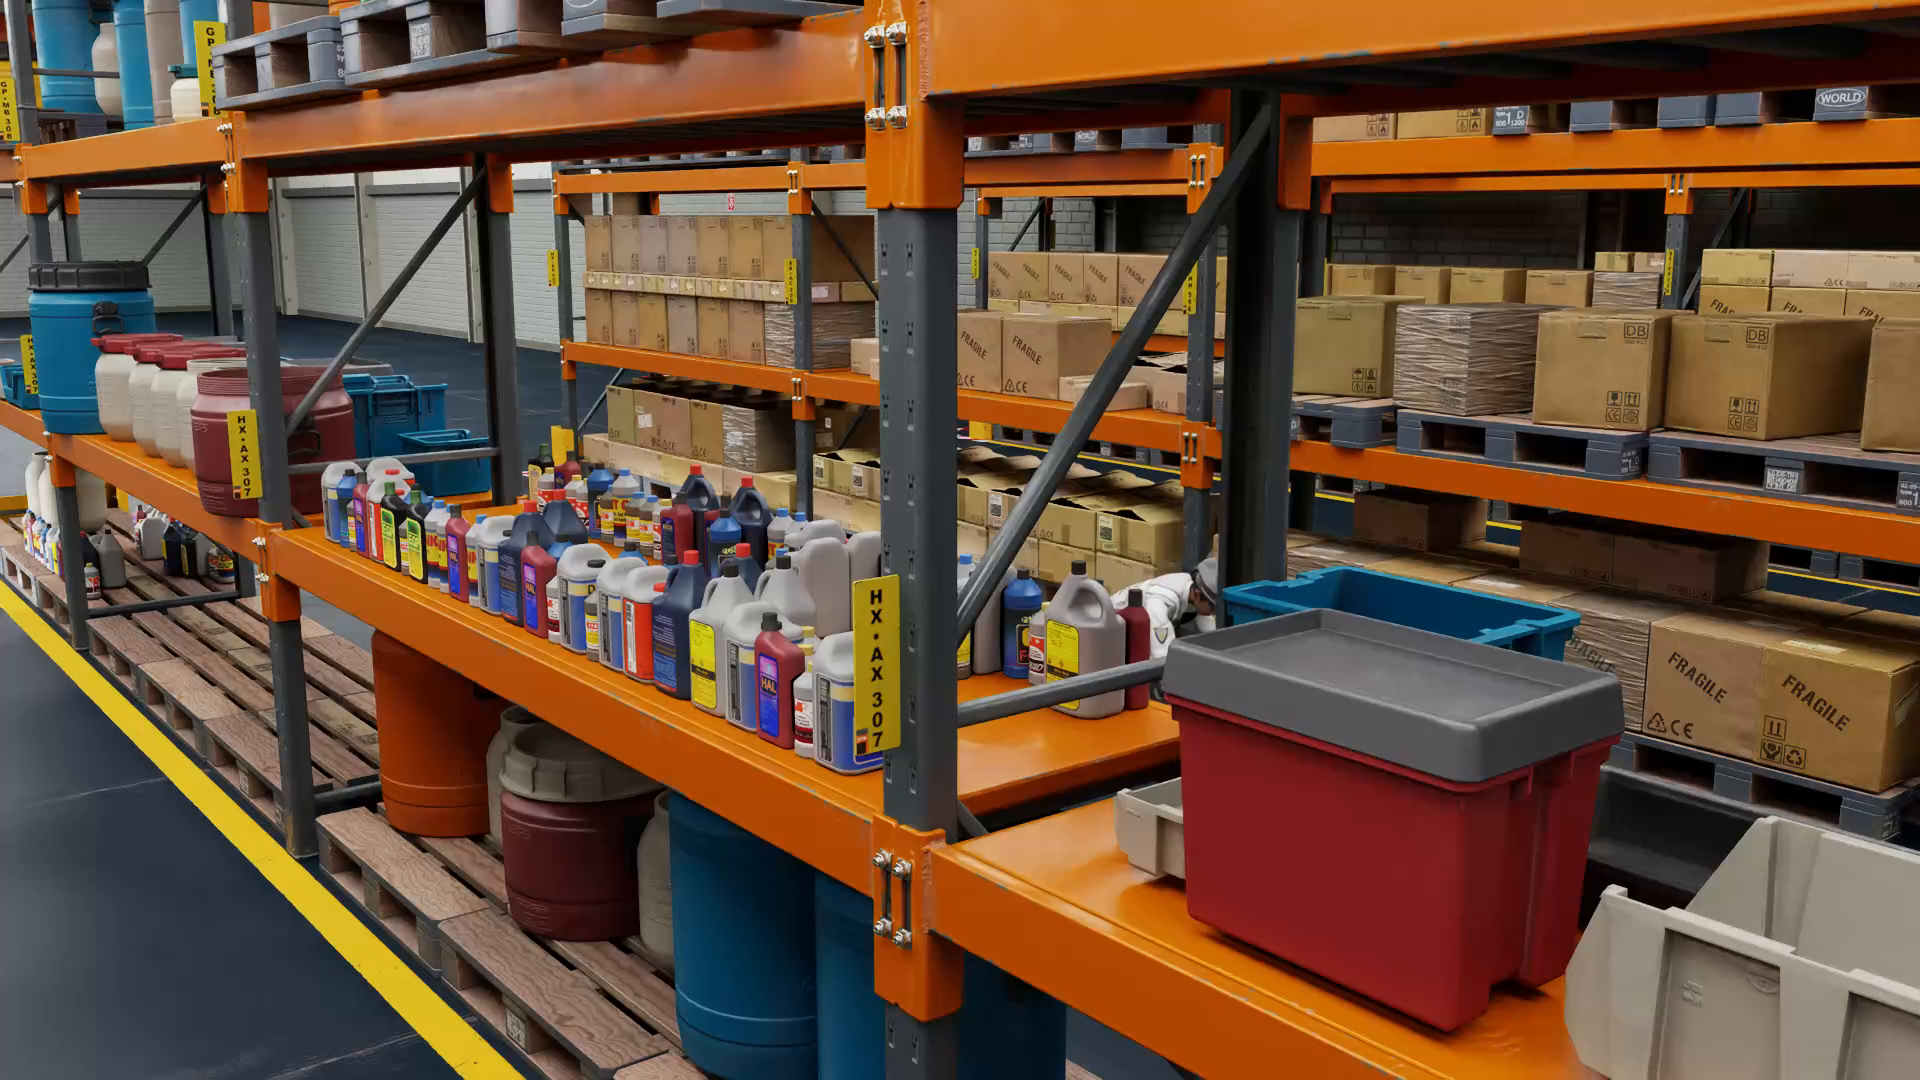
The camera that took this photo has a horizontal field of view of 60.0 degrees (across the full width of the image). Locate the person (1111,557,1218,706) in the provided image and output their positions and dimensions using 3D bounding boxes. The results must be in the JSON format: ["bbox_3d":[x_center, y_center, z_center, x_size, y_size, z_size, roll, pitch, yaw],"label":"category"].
[{"bbox_3d":[0.990,0.479,8.087,0.483,0.868,0.856,-9,14,-38],"label":"person"}]
